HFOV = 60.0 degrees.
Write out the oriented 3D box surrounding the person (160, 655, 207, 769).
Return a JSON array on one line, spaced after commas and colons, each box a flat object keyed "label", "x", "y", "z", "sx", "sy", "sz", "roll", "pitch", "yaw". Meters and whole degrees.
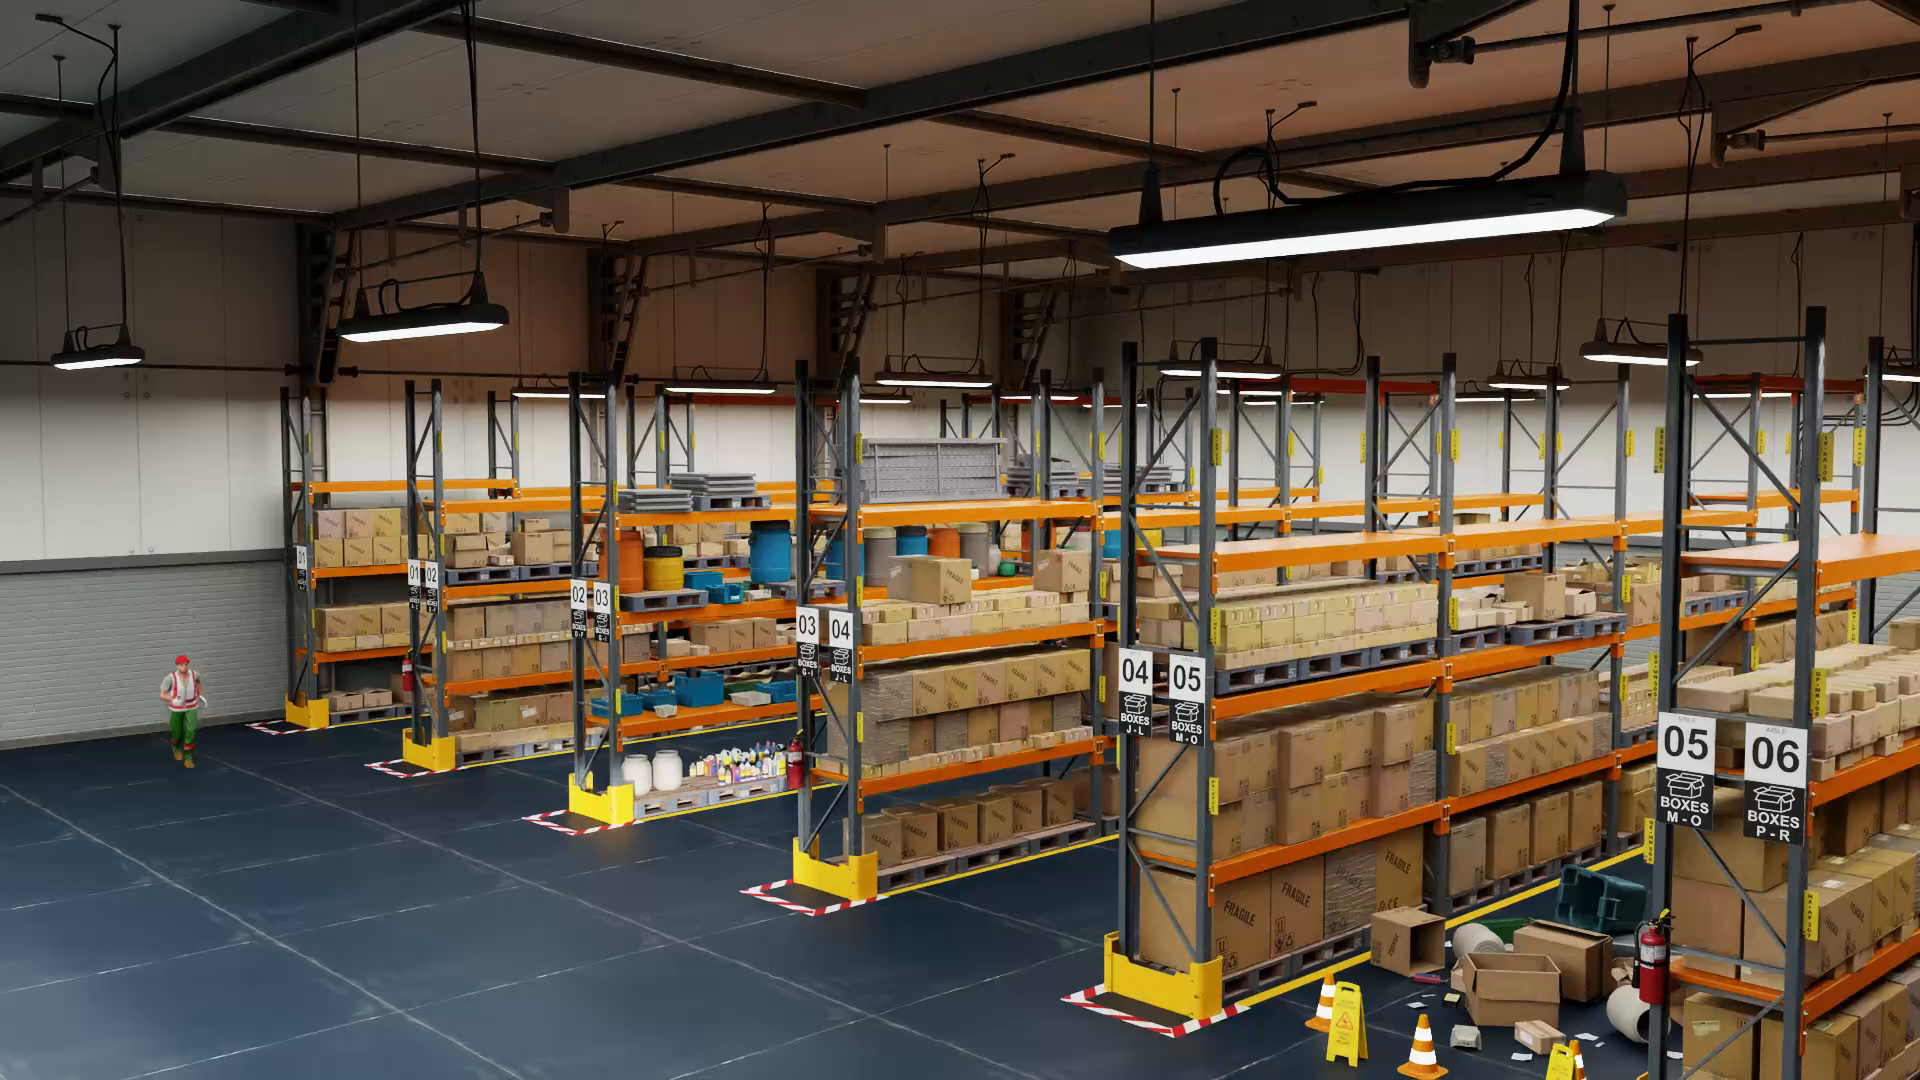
[{"label": "person", "x": -12.084, "y": 2.636, "z": 25.855, "sx": 0.678, "sy": 1.755, "sz": 0.957, "roll": -2, "pitch": 4, "yaw": -32}]
